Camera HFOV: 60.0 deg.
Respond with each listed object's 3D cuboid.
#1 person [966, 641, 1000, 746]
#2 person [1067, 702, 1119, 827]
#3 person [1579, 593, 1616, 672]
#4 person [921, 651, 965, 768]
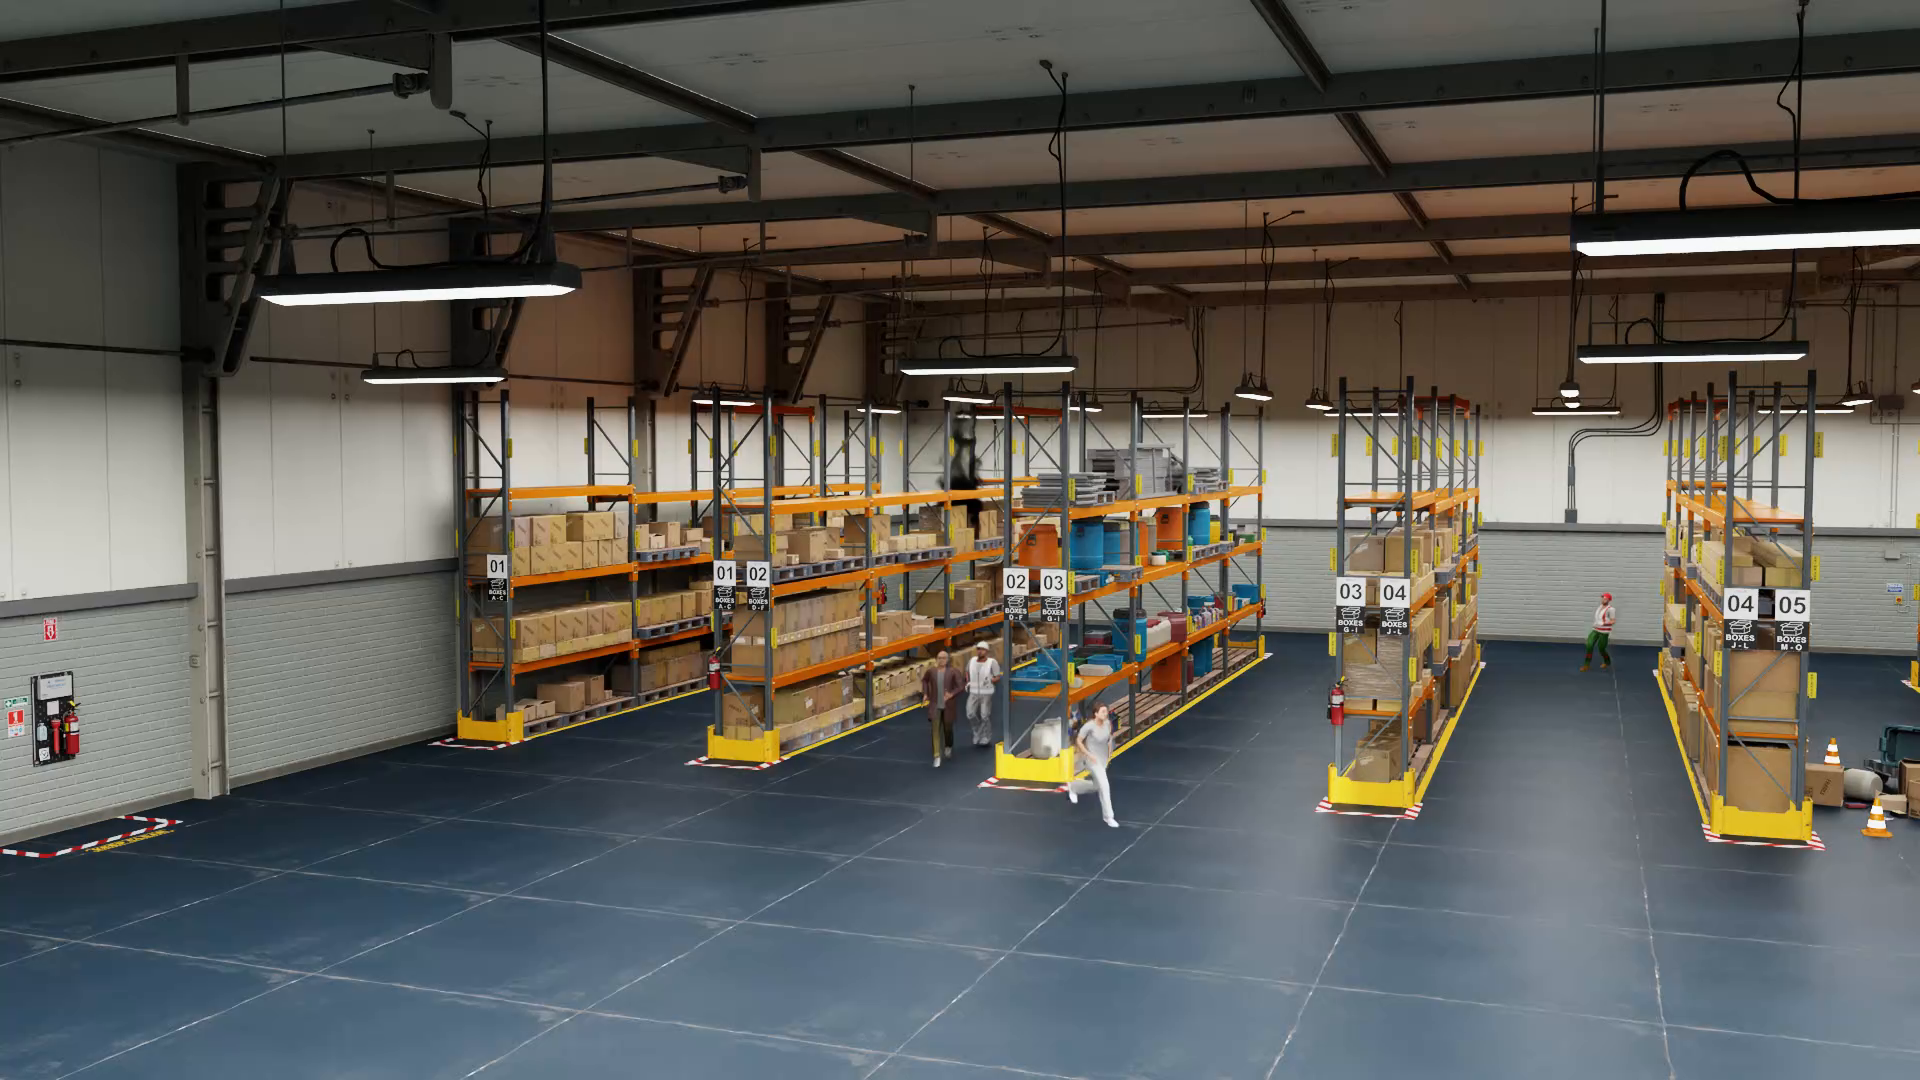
[{"bbox_3d":[0.333,2.584,27.854,0.664,1.759,0.626,1,3,18],"label":"person"},{"bbox_3d":[1.769,2.978,22.311,0.567,1.658,0.933,-3,4,-42],"label":"person"},{"bbox_3d":[14.285,2.056,37.072,0.930,1.767,0.699,-2,4,-27],"label":"person"},{"bbox_3d":[-0.281,2.648,26.404,0.722,1.778,0.994,0,3,7],"label":"person"}]
